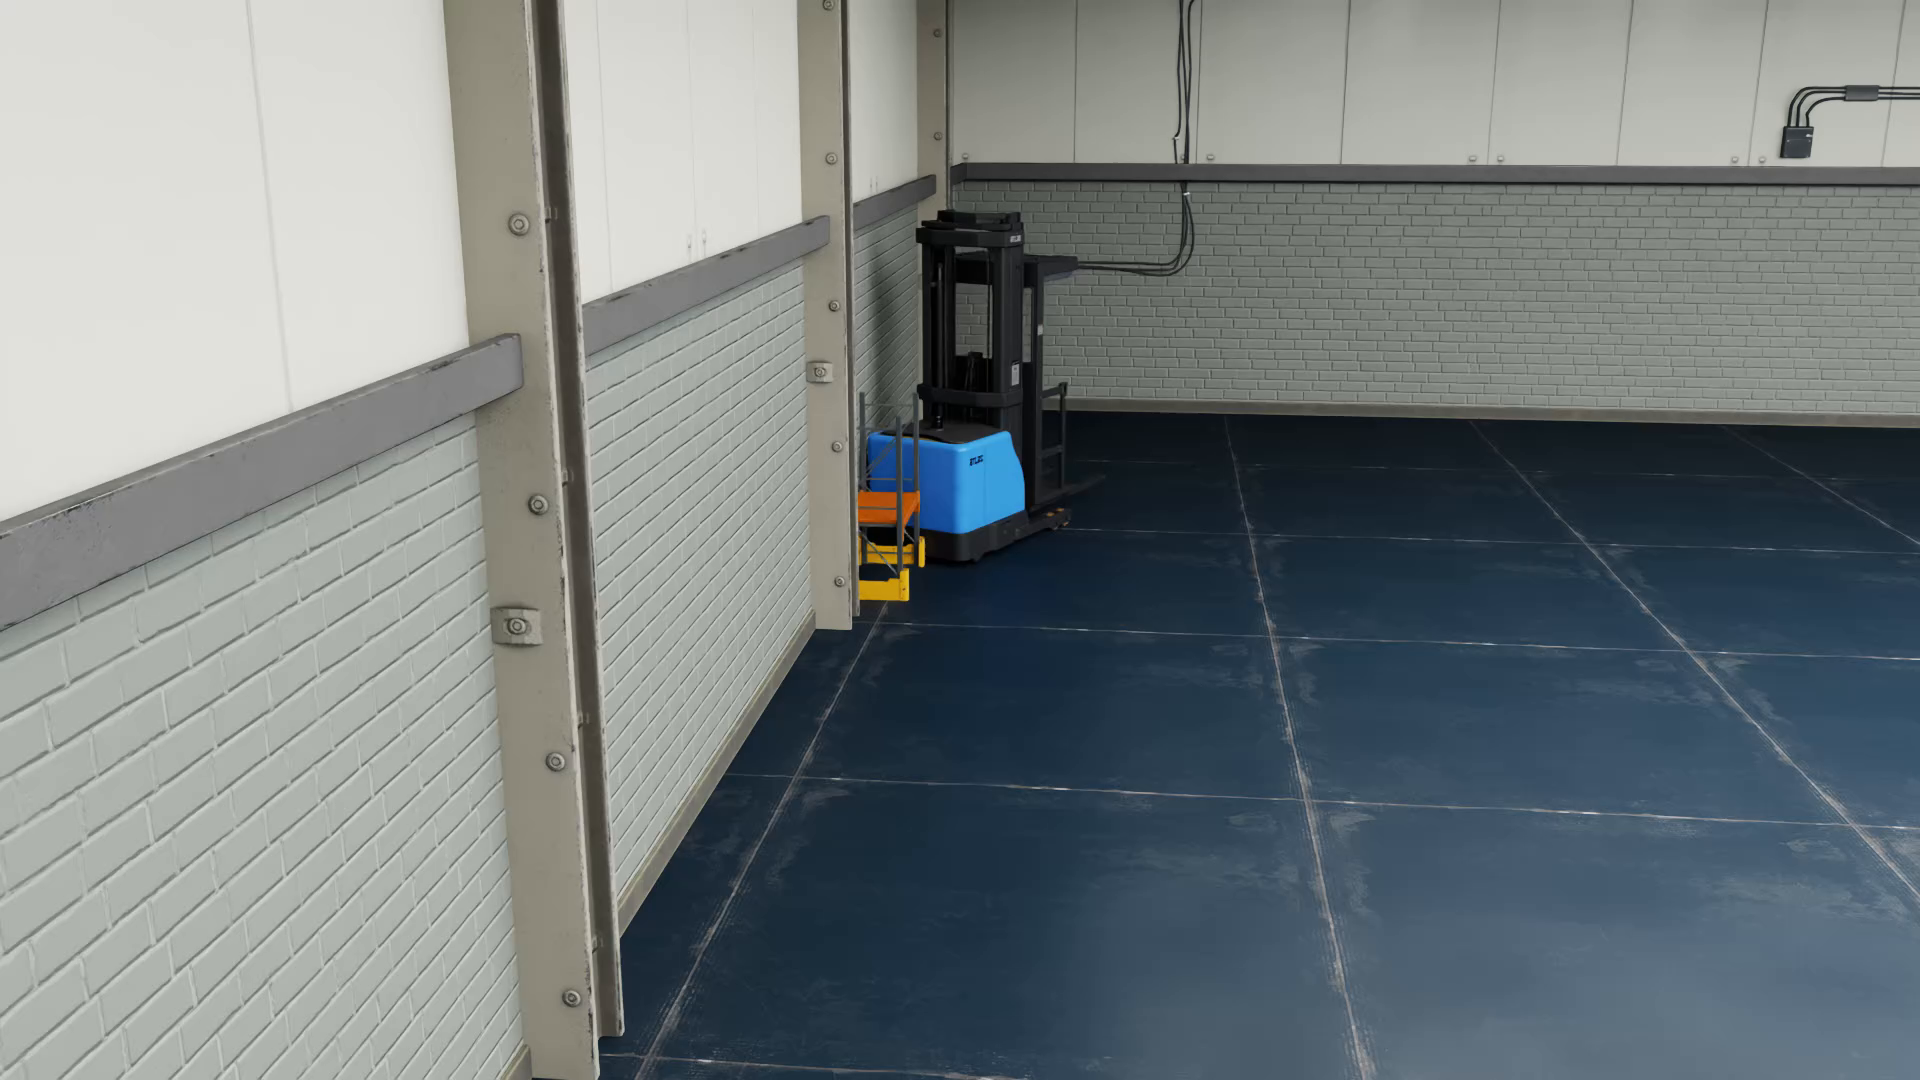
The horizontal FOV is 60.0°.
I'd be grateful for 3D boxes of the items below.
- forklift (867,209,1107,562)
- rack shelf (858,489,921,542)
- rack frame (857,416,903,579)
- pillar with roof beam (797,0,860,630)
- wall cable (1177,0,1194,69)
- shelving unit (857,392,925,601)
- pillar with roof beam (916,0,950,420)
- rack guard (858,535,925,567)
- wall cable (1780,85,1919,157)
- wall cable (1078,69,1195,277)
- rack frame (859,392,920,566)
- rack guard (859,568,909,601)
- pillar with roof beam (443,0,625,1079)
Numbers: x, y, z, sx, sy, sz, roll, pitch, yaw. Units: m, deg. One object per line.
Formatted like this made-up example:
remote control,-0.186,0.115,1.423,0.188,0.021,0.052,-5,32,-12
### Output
forklift,0.390,-1.560,15.317,1.130,2.935,3.031,9,18,31
rack shelf,-0.652,-0.208,13.748,0.538,0.185,1.000,2,15,6
rack frame,-0.706,-0.250,13.213,0.500,1.500,0.032,2,15,6
pillar with roof beam,3.317,-3.590,11.197,9.100,9.000,0.400,2,15,6
wall cable,4.051,-6.857,19.554,3.097,2.526,0.112,2,15,6
shelving unit,-0.653,-0.379,13.692,0.587,1.500,1.083,2,15,6
pillar with roof beam,3.994,-5.146,16.952,9.100,9.000,0.400,2,15,6
rack guard,-0.600,0.095,14.333,0.587,0.250,0.087,2,15,6
wall cable,10.794,-7.356,18.610,2.305,6.003,0.169,2,15,6
wall cable,1.363,-4.499,20.508,3.097,2.526,0.112,2,15,6
rack frame,-0.598,-0.514,14.189,0.500,1.500,0.032,2,15,6
rack guard,-0.706,0.353,13.377,0.587,0.250,0.087,2,15,6
pillar with roof beam,2.640,-2.033,5.442,9.100,9.000,0.400,2,15,6
